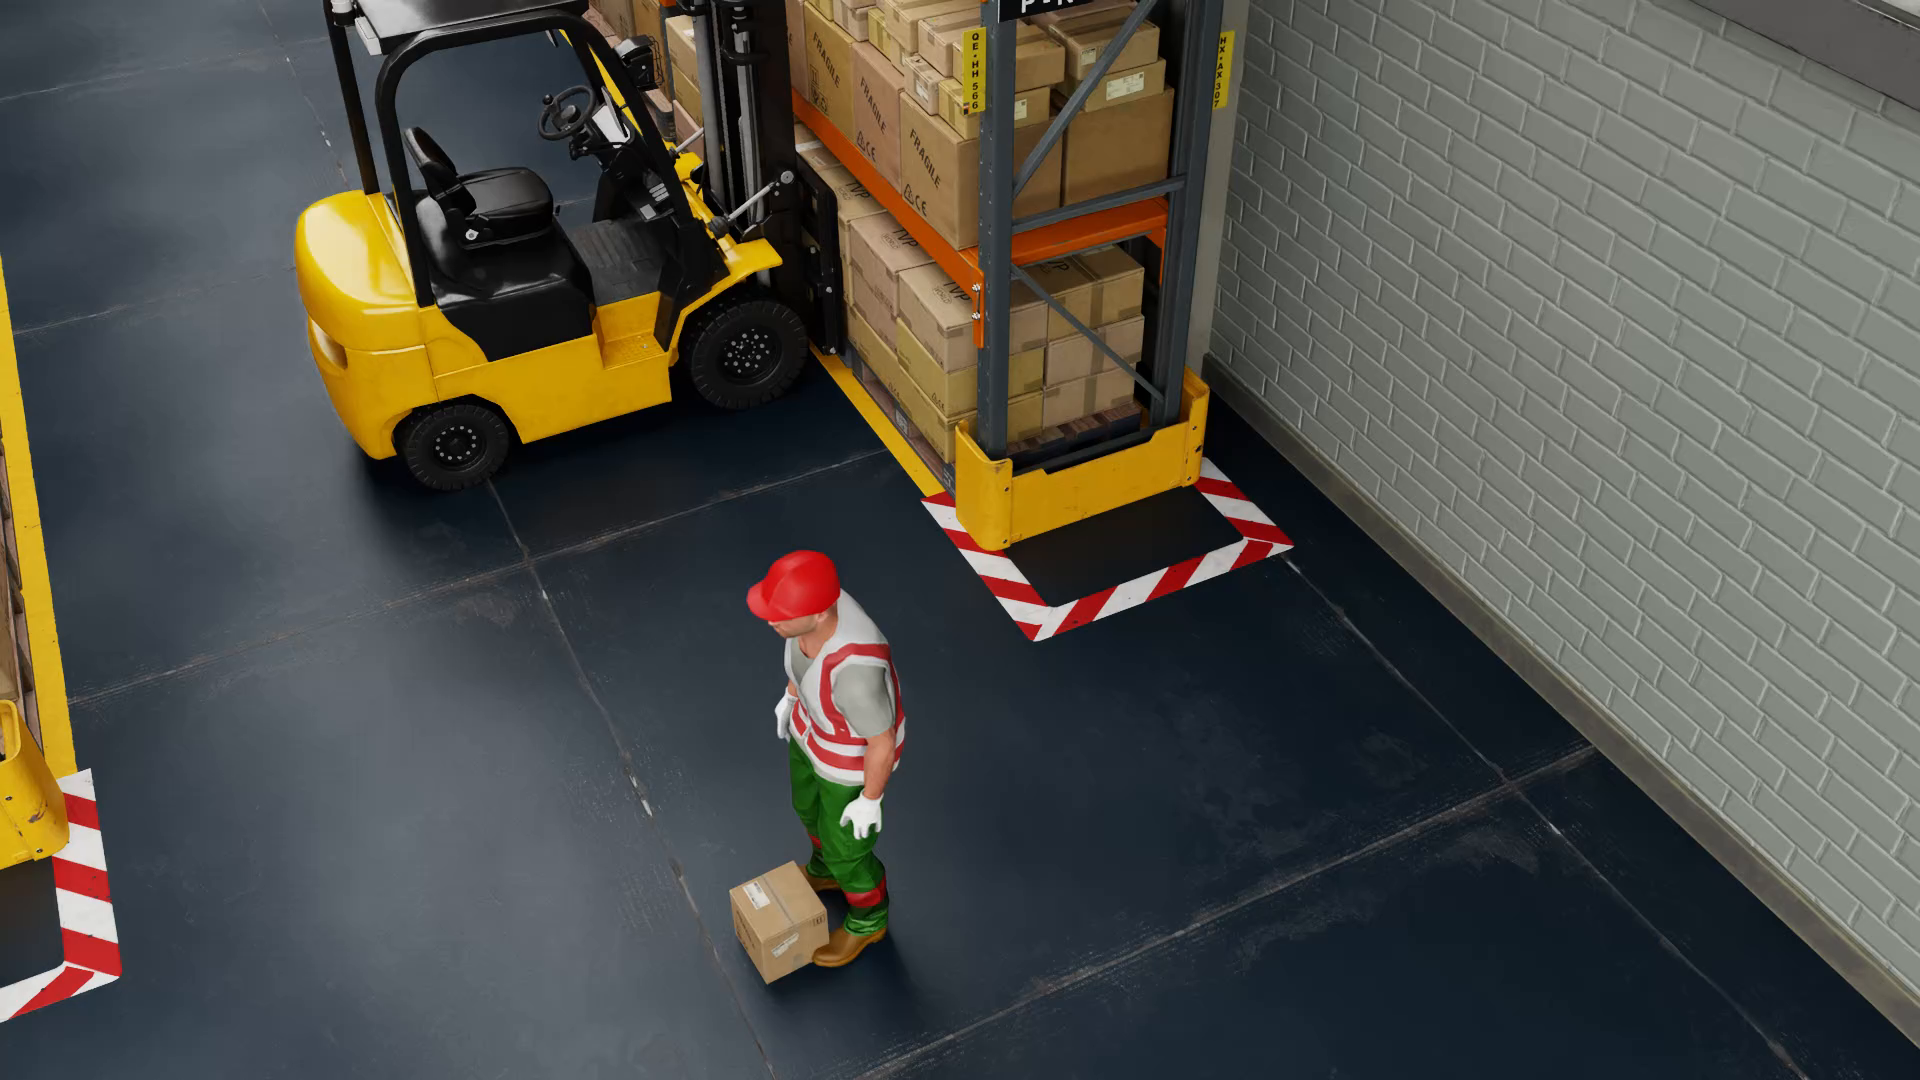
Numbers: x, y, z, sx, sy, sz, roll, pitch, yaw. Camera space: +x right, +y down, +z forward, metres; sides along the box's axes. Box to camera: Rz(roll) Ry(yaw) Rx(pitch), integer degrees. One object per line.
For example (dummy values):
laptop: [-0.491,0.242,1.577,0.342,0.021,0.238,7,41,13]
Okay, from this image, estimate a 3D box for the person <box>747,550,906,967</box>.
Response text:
person: [-0.421,0.686,5.356,0.453,1.777,0.609,-21,45,-22]
